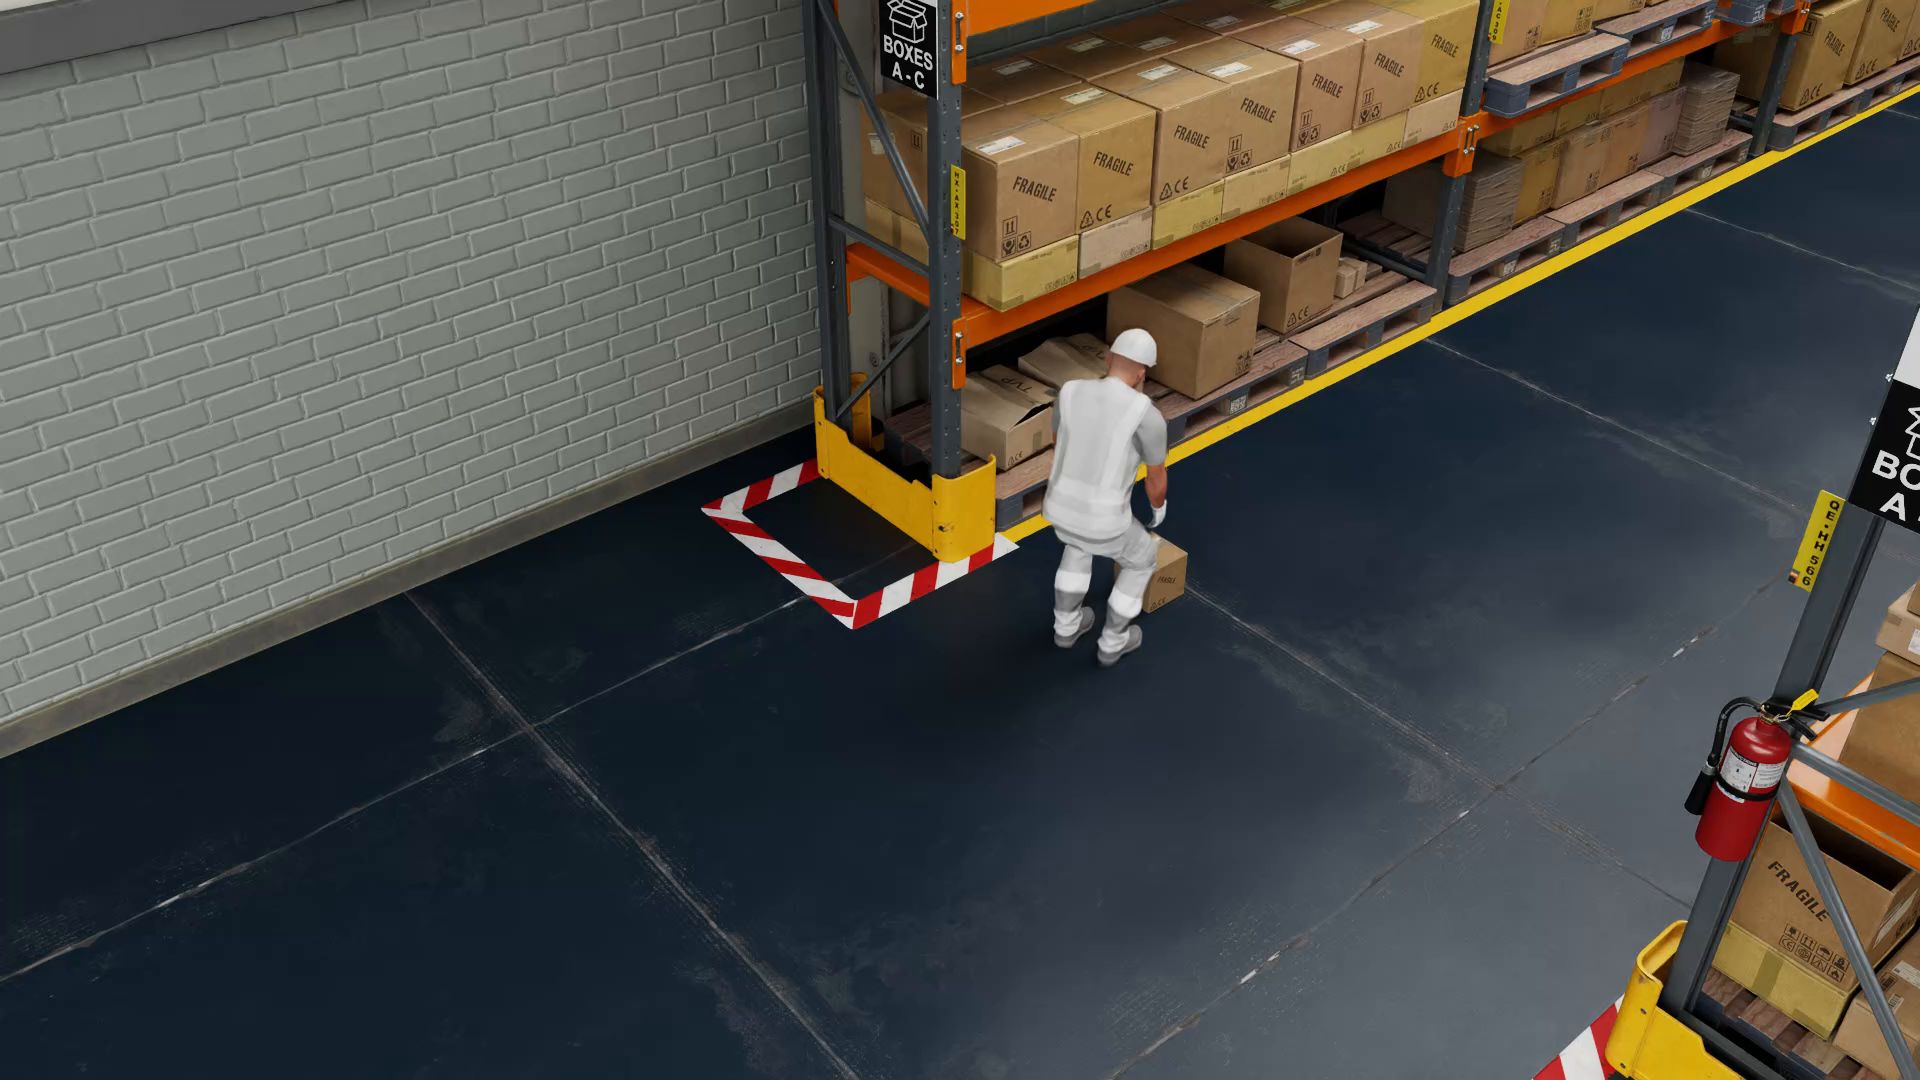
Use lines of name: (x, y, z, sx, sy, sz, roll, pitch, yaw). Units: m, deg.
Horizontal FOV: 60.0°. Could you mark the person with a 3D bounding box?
person: (0.640, -0.181, 7.514, 0.577, 1.555, 0.669, 24, 42, 29)
